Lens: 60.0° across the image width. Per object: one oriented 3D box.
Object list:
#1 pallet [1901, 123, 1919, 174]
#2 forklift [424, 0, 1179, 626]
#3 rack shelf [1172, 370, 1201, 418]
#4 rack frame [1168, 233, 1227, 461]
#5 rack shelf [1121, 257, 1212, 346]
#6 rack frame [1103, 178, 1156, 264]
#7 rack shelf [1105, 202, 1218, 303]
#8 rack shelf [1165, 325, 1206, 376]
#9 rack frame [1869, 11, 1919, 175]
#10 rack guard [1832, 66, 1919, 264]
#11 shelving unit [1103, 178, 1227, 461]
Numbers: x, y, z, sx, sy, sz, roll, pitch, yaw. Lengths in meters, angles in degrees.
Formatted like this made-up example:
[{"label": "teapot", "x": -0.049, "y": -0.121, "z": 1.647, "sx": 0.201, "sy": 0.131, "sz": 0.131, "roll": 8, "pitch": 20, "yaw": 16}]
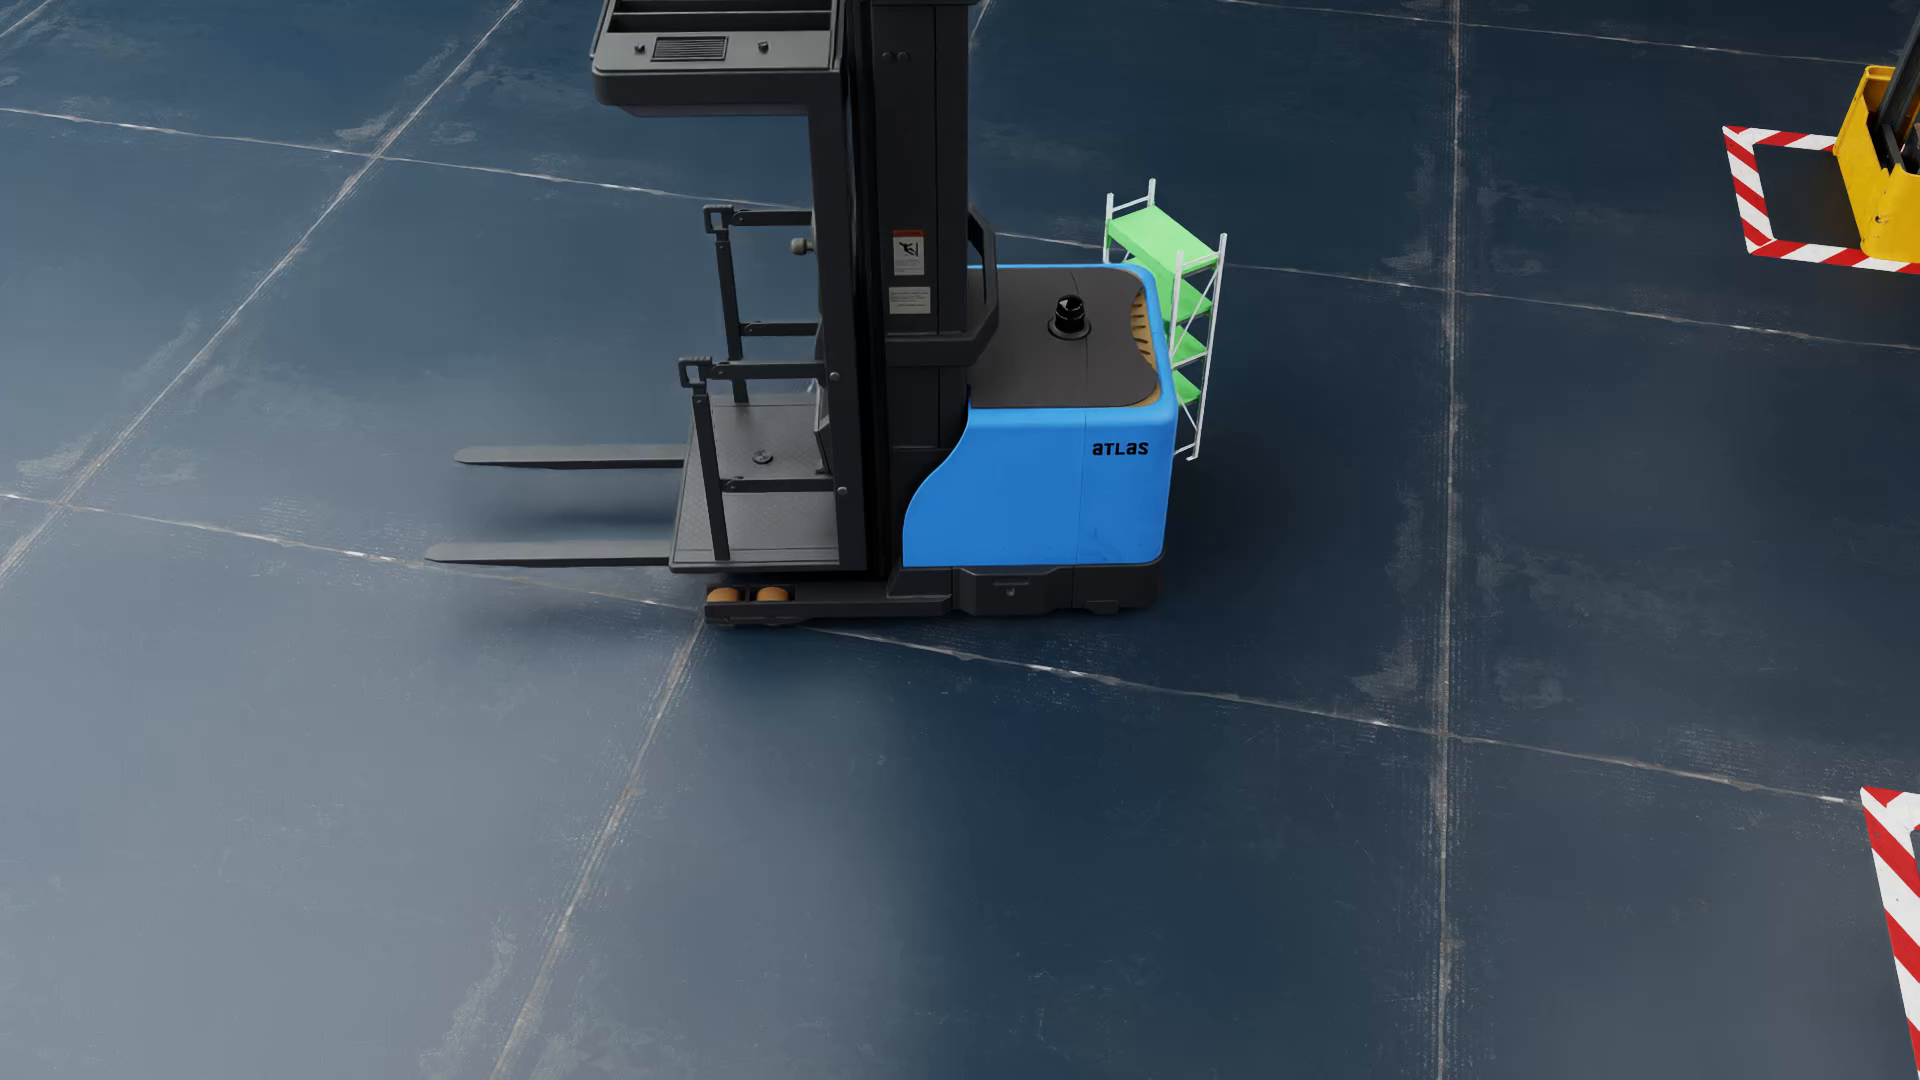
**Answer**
[{"label": "pallet", "x": 5.835, "y": -1.843, "z": 8.972, "sx": 1.213, "sy": 0.211, "sz": 1.003, "roll": 9, "pitch": 45, "yaw": 9}, {"label": "forklift", "x": -0.690, "y": -1.073, "z": 6.211, "sx": 3.031, "sy": 2.935, "sz": 1.130, "roll": -1, "pitch": 44, "yaw": -1}, {"label": "rack shelf", "x": 0.854, "y": -0.697, "z": 7.507, "sx": 0.258, "sy": 0.148, "sz": 0.480, "roll": -23, "pitch": 48, "yaw": -22}, {"label": "rack frame", "x": 0.981, "y": -0.772, "z": 7.147, "sx": 0.240, "sy": 1.200, "sz": 0.015, "roll": -23, "pitch": 48, "yaw": -22}, {"label": "rack shelf", "x": 0.854, "y": -1.043, "z": 7.175, "sx": 0.258, "sy": 0.148, "sz": 0.480, "roll": -23, "pitch": 48, "yaw": -22}, {"label": "rack frame", "x": 0.726, "y": -1.060, "z": 7.446, "sx": 0.240, "sy": 1.200, "sz": 0.015, "roll": -23, "pitch": 48, "yaw": -22}, {"label": "rack shelf", "x": 0.854, "y": -1.216, "z": 7.008, "sx": 0.258, "sy": 0.148, "sz": 0.480, "roll": -23, "pitch": 48, "yaw": -22}, {"label": "rack shelf", "x": 0.854, "y": -0.870, "z": 7.341, "sx": 0.258, "sy": 0.148, "sz": 0.480, "roll": -23, "pitch": 48, "yaw": -22}, {"label": "rack frame", "x": 5.080, "y": -2.935, "z": 8.096, "sx": 0.127, "sy": 3.000, "sz": 1.000, "roll": 9, "pitch": 45, "yaw": 9}, {"label": "rack guard", "x": 5.057, "y": -2.038, "z": 8.967, "sx": 0.348, "sy": 0.500, "sz": 1.175, "roll": 9, "pitch": 45, "yaw": 9}, {"label": "shelving unit", "x": 0.854, "y": -0.916, "z": 7.297, "sx": 0.258, "sy": 1.200, "sz": 0.503, "roll": -23, "pitch": 48, "yaw": -22}]
